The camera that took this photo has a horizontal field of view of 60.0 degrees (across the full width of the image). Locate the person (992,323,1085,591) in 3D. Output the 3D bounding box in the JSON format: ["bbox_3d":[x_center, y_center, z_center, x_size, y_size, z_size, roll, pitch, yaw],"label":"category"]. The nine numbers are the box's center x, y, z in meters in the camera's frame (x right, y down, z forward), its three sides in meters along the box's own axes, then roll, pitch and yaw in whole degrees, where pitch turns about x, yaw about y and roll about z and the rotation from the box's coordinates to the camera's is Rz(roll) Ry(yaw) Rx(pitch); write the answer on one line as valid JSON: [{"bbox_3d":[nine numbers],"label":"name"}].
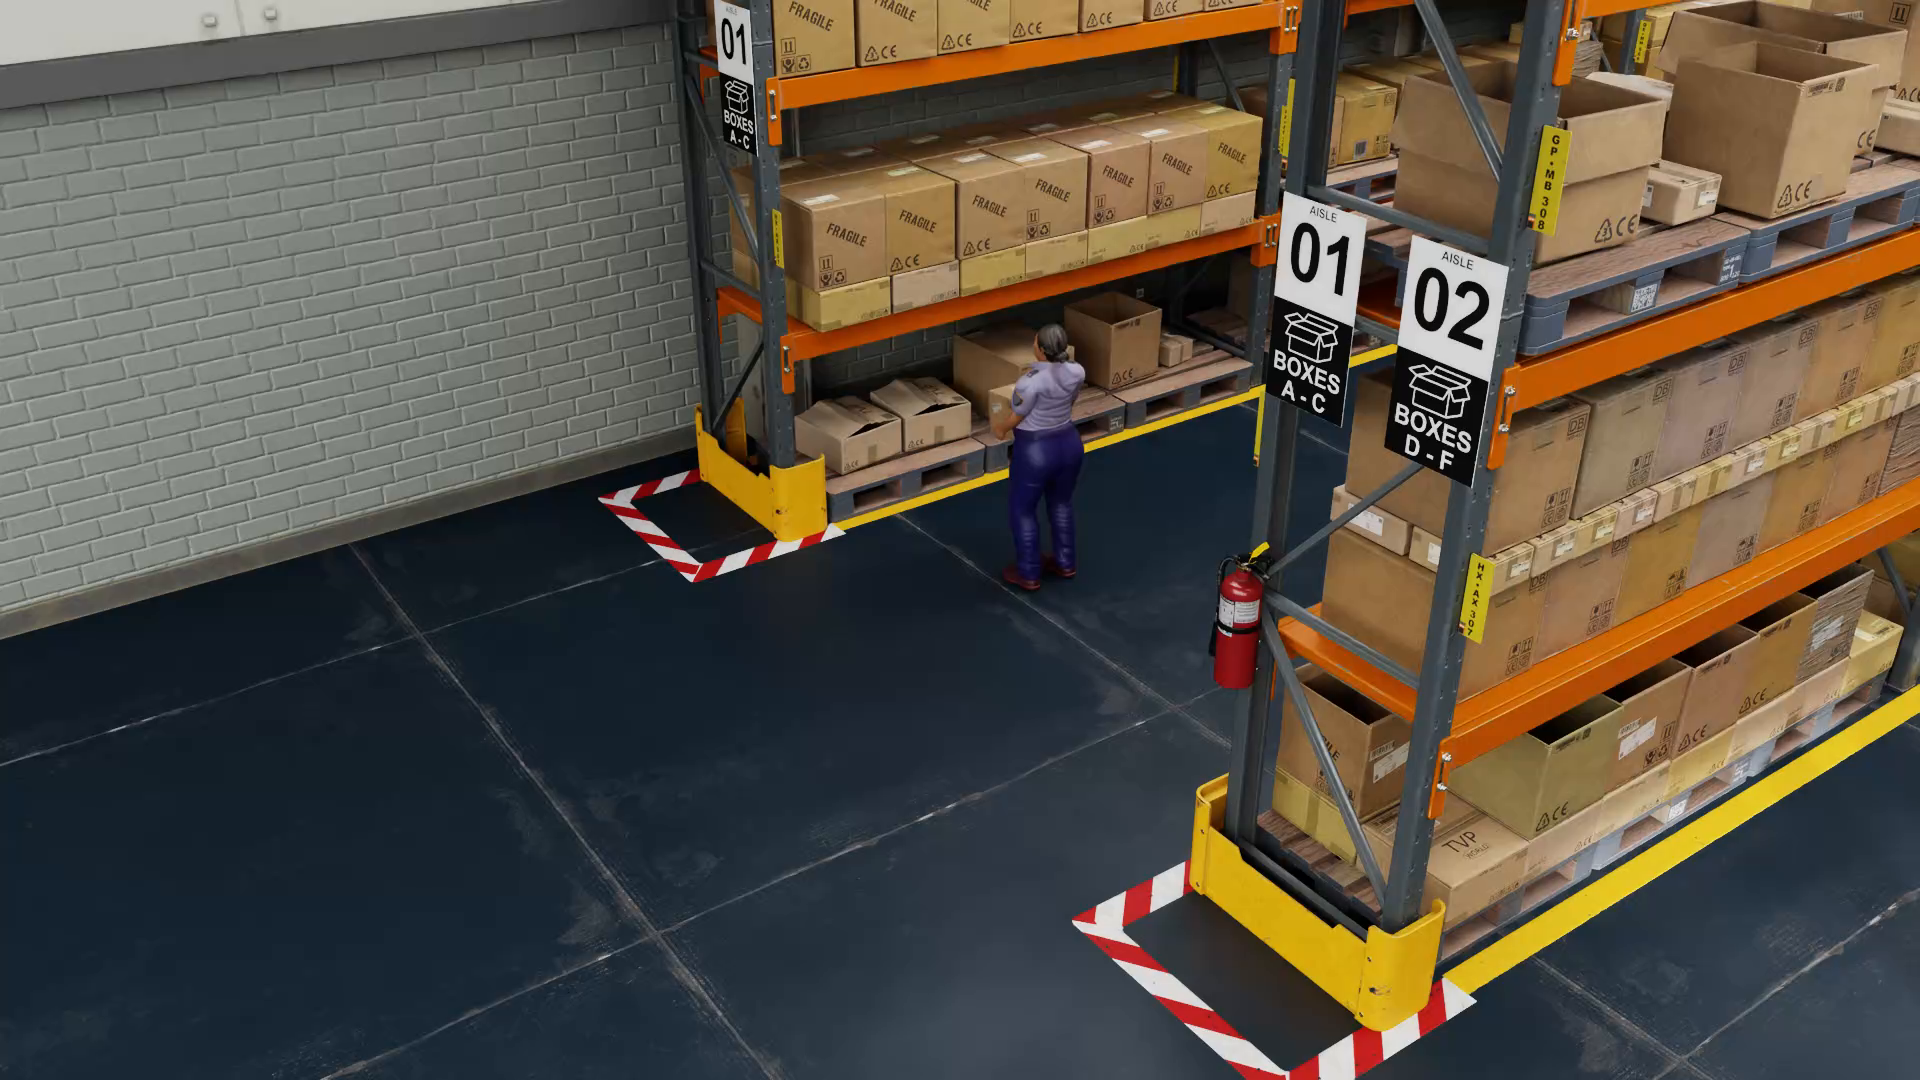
[{"bbox_3d":[0.442,-0.522,9.604,0.453,1.637,0.517,-18,34,-30],"label":"person"}]
